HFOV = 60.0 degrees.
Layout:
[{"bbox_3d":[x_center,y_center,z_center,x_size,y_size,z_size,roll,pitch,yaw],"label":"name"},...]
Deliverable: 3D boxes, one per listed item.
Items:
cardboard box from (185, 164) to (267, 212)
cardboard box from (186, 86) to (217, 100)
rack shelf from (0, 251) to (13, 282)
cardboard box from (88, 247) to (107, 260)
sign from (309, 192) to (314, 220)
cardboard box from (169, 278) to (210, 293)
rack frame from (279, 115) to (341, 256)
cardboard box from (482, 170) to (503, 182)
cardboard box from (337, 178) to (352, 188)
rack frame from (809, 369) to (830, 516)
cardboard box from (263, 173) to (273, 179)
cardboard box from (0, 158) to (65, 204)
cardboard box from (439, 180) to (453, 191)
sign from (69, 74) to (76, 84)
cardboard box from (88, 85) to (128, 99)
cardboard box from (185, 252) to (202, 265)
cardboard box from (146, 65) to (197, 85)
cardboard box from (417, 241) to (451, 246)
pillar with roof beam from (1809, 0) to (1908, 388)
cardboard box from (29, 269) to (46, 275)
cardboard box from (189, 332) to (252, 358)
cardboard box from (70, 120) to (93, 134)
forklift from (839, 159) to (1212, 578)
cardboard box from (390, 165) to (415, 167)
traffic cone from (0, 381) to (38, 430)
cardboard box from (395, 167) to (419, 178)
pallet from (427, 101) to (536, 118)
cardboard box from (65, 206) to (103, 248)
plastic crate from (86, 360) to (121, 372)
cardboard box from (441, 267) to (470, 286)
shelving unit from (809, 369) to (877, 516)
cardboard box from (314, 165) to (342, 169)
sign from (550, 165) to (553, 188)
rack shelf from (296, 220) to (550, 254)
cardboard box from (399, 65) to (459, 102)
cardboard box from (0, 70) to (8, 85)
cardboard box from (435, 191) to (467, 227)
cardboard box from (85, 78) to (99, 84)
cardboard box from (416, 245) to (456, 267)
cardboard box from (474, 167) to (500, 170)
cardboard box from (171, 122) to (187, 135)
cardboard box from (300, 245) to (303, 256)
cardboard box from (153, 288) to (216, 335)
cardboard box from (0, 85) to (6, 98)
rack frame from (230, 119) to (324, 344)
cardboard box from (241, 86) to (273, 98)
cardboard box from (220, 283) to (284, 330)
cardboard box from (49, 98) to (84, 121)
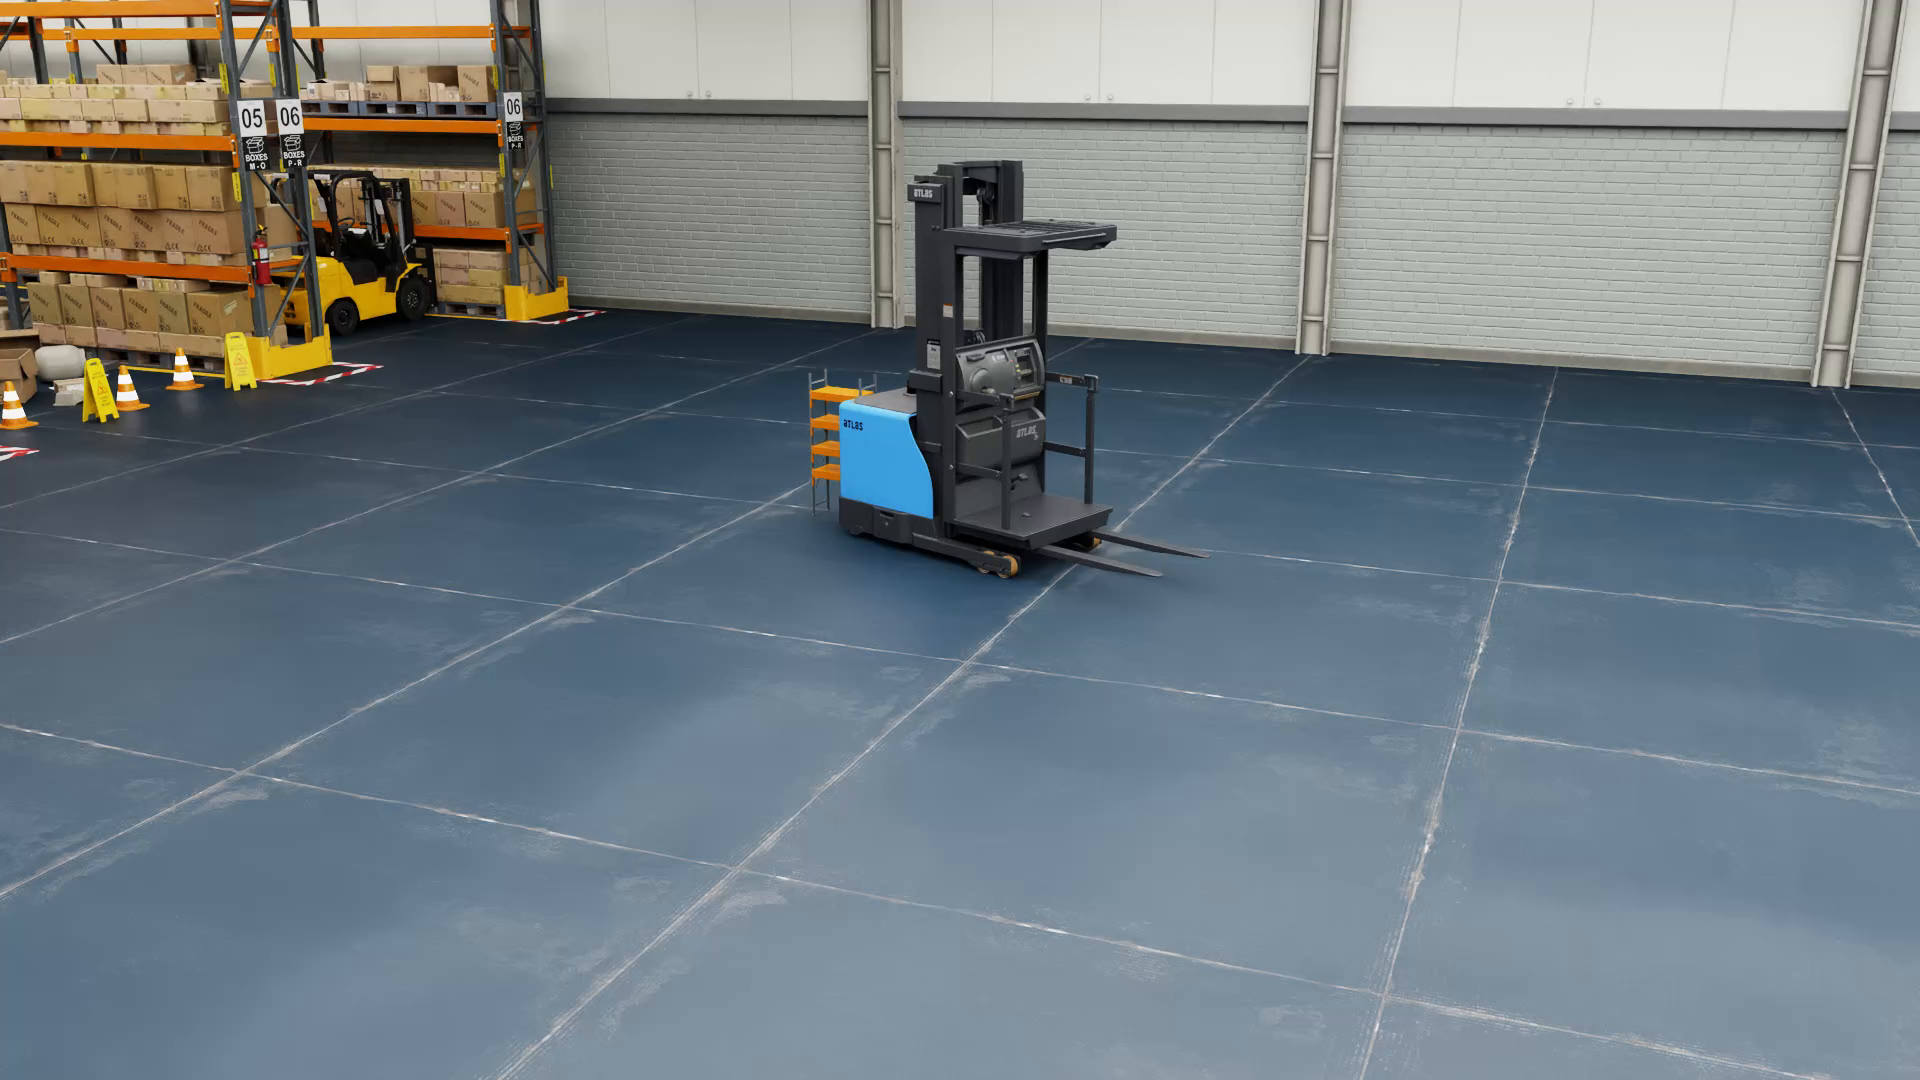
[{"bbox_3d":[-8.658,-4.164,19.632,0.500,0.500,0.700,6,17,19],"label":"cardboard box"},{"bbox_3d":[-8.751,-5.195,19.328,0.250,0.149,0.380,7,17,22],"label":"cardboard box"},{"bbox_3d":[-13.684,-3.766,22.056,4.000,0.370,1.077,6,17,21],"label":"rack shelf"},{"bbox_3d":[-10.461,-3.538,20.429,0.250,0.149,0.380,6,17,21],"label":"cardboard box"},{"bbox_3d":[-7.903,-4.054,20.206,0.005,0.325,0.100,6,17,21],"label":"sign"},{"bbox_3d":[-9.309,-3.085,20.090,0.250,0.149,0.380,7,18,22],"label":"cardboard box"},{"bbox_3d":[-10.006,-5.195,25.687,0.127,3.000,1.000,6,17,21],"label":"rack frame"},{"bbox_3d":[-6.695,-5.270,24.069,0.250,0.149,0.380,6,17,21],"label":"cardboard box"},{"bbox_3d":[-9.109,-5.363,24.925,0.250,0.149,0.380,7,17,22],"label":"cardboard box"},{"bbox_3d":[-1.167,-0.807,13.800,0.015,1.200,0.240,9,19,29],"label":"rack frame"},{"bbox_3d":[-10.652,-5.553,25.579,0.250,0.149,0.380,6,17,20],"label":"cardboard box"},{"bbox_3d":[-11.494,-4.477,20.707,0.500,0.500,0.700,6,17,20],"label":"cardboard box"},{"bbox_3d":[-7.404,-5.197,24.352,0.250,0.149,0.380,6,17,20],"label":"cardboard box"},{"bbox_3d":[-13.928,-7.152,26.122,0.005,0.325,0.100,6,17,21],"label":"sign"},{"bbox_3d":[-10.174,-5.355,19.880,0.250,0.149,0.380,7,17,22],"label":"cardboard box"},{"bbox_3d":[-9.036,-3.389,19.917,0.250,0.149,0.380,6,17,20],"label":"cardboard box"},{"bbox_3d":[-12.195,-7.101,25.760,0.500,0.500,0.500,7,17,22],"label":"cardboard box"},{"bbox_3d":[-8.064,-4.403,25.346,0.500,0.250,0.500,6,17,20],"label":"cardboard box"},{"bbox_3d":[8.563,-5.014,14.303,0.400,9.000,9.100,6,17,21],"label":"pillar with roof beam"},{"bbox_3d":[-15.148,-4.699,27.711,0.500,0.500,0.500,7,18,23],"label":"cardboard box"},{"bbox_3d":[-8.975,-2.394,20.219,0.500,0.250,0.500,6,17,20],"label":"cardboard box"},{"bbox_3d":[-10.456,-4.977,20.006,0.250,0.149,0.380,6,17,20],"label":"cardboard box"},{"bbox_3d":[0.466,-1.292,12.366,3.031,2.935,1.130,14,21,40],"label":"forklift"},{"bbox_3d":[-8.418,-5.603,25.218,0.250,0.149,0.380,6,17,20],"label":"cardboard box"},{"bbox_3d":[-9.798,-1.408,17.193,0.334,0.463,0.336,6,17,21],"label":"traffic cone"},{"bbox_3d":[-8.124,-5.425,24.605,0.250,0.149,0.380,7,17,21],"label":"cardboard box"},{"bbox_3d":[-6.933,-6.263,24.144,1.213,0.211,1.003,6,17,21],"label":"pallet"},{"bbox_3d":[-10.579,-3.880,20.447,0.500,0.500,0.500,6,17,20],"label":"cardboard box"},{"bbox_3d":[-10.664,-2.131,20.372,0.583,0.080,0.402,0,16,1],"label":"plastic crate"},{"bbox_3d":[-7.315,-3.930,24.611,0.500,0.250,0.500,6,17,20],"label":"cardboard box"},{"bbox_3d":[-0.956,-0.772,13.682,0.503,1.200,0.258,9,19,29],"label":"shelving unit"},{"bbox_3d":[-9.535,-5.589,25.168,0.250,0.149,0.380,7,17,21],"label":"cardboard box"},{"bbox_3d":[-6.075,-5.383,24.639,0.005,0.325,0.100,6,17,21],"label":"sign"},{"bbox_3d":[-8.145,-4.645,25.082,4.000,0.370,1.077,6,17,21],"label":"rack shelf"},{"bbox_3d":[-7.702,-6.636,24.161,0.500,0.500,0.700,6,17,21],"label":"cardboard box"},{"bbox_3d":[-12.687,-5.929,21.456,0.500,0.250,0.500,6,17,19],"label":"cardboard box"},{"bbox_3d":[-7.318,-4.871,24.393,0.500,0.500,0.500,7,18,22],"label":"cardboard box"},{"bbox_3d":[-13.968,-7.416,26.979,0.250,0.149,0.380,6,17,19],"label":"cardboard box"},{"bbox_3d":[-7.778,-4.213,24.690,0.500,0.250,0.500,7,17,21],"label":"cardboard box"},{"bbox_3d":[-7.000,-5.436,24.643,0.250,0.149,0.380,7,17,22],"label":"cardboard box"},{"bbox_3d":[-9.015,-4.834,19.517,0.250,0.149,0.380,7,18,22],"label":"cardboard box"},{"bbox_3d":[-10.495,-4.306,26.133,0.625,0.625,0.875,7,18,23],"label":"cardboard box"},{"bbox_3d":[-9.430,-2.806,20.292,0.500,0.500,0.500,7,18,23],"label":"cardboard box"},{"bbox_3d":[-11.650,-5.493,20.354,0.250,0.149,0.380,6,17,20],"label":"cardboard box"},{"bbox_3d":[-8.102,-3.498,19.842,0.127,3.000,1.000,6,17,21],"label":"rack frame"},{"bbox_3d":[-8.358,-5.290,19.655,0.250,0.149,0.380,6,17,20],"label":"cardboard box"},{"bbox_3d":[-8.774,-2.896,20.601,0.500,0.500,0.500,6,17,19],"label":"cardboard box"},{"bbox_3d":[-10.570,-5.197,20.051,0.500,0.250,0.500,6,17,21],"label":"cardboard box"}]
